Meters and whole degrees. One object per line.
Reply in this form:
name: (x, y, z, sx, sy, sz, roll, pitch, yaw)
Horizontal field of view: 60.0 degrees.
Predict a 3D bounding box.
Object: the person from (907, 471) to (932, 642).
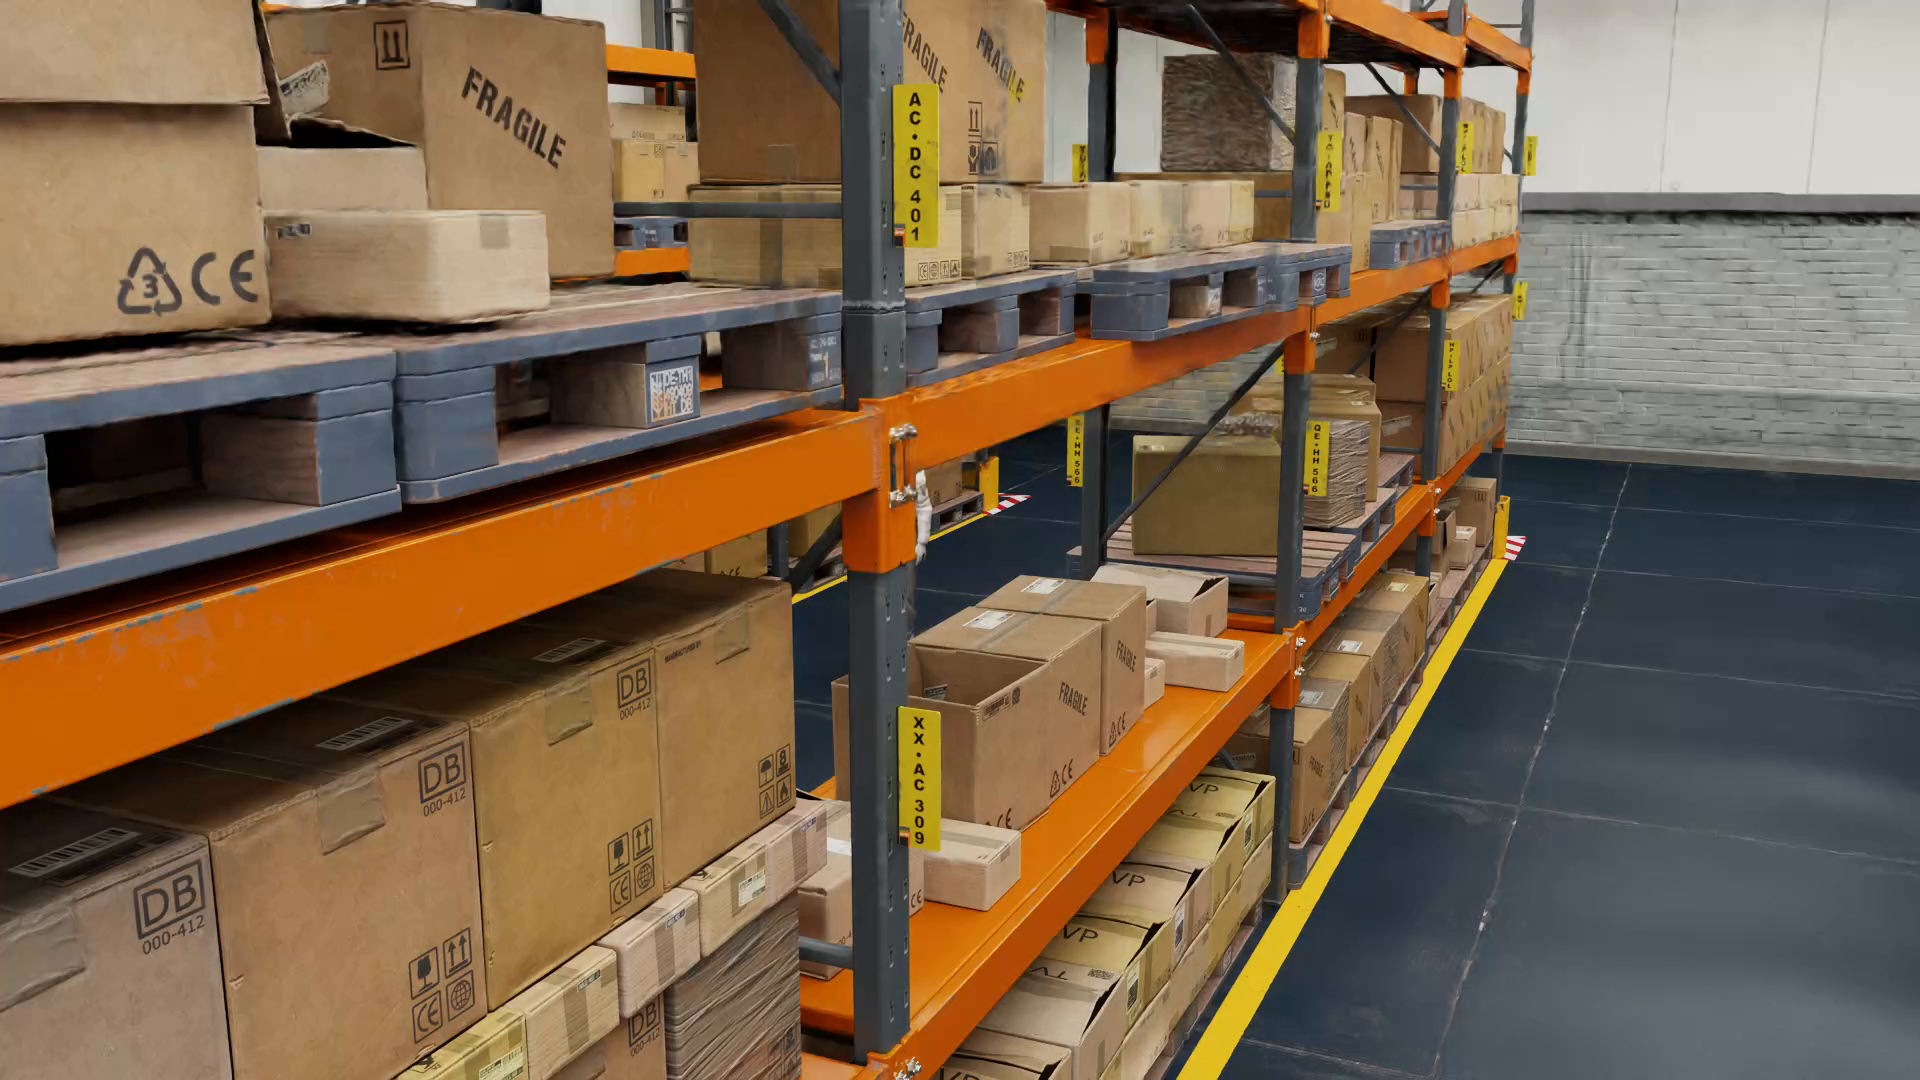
person: (-0.455, 0.015, 11.389, 0.528, 1.664, 0.403, 5, 13, 23)
